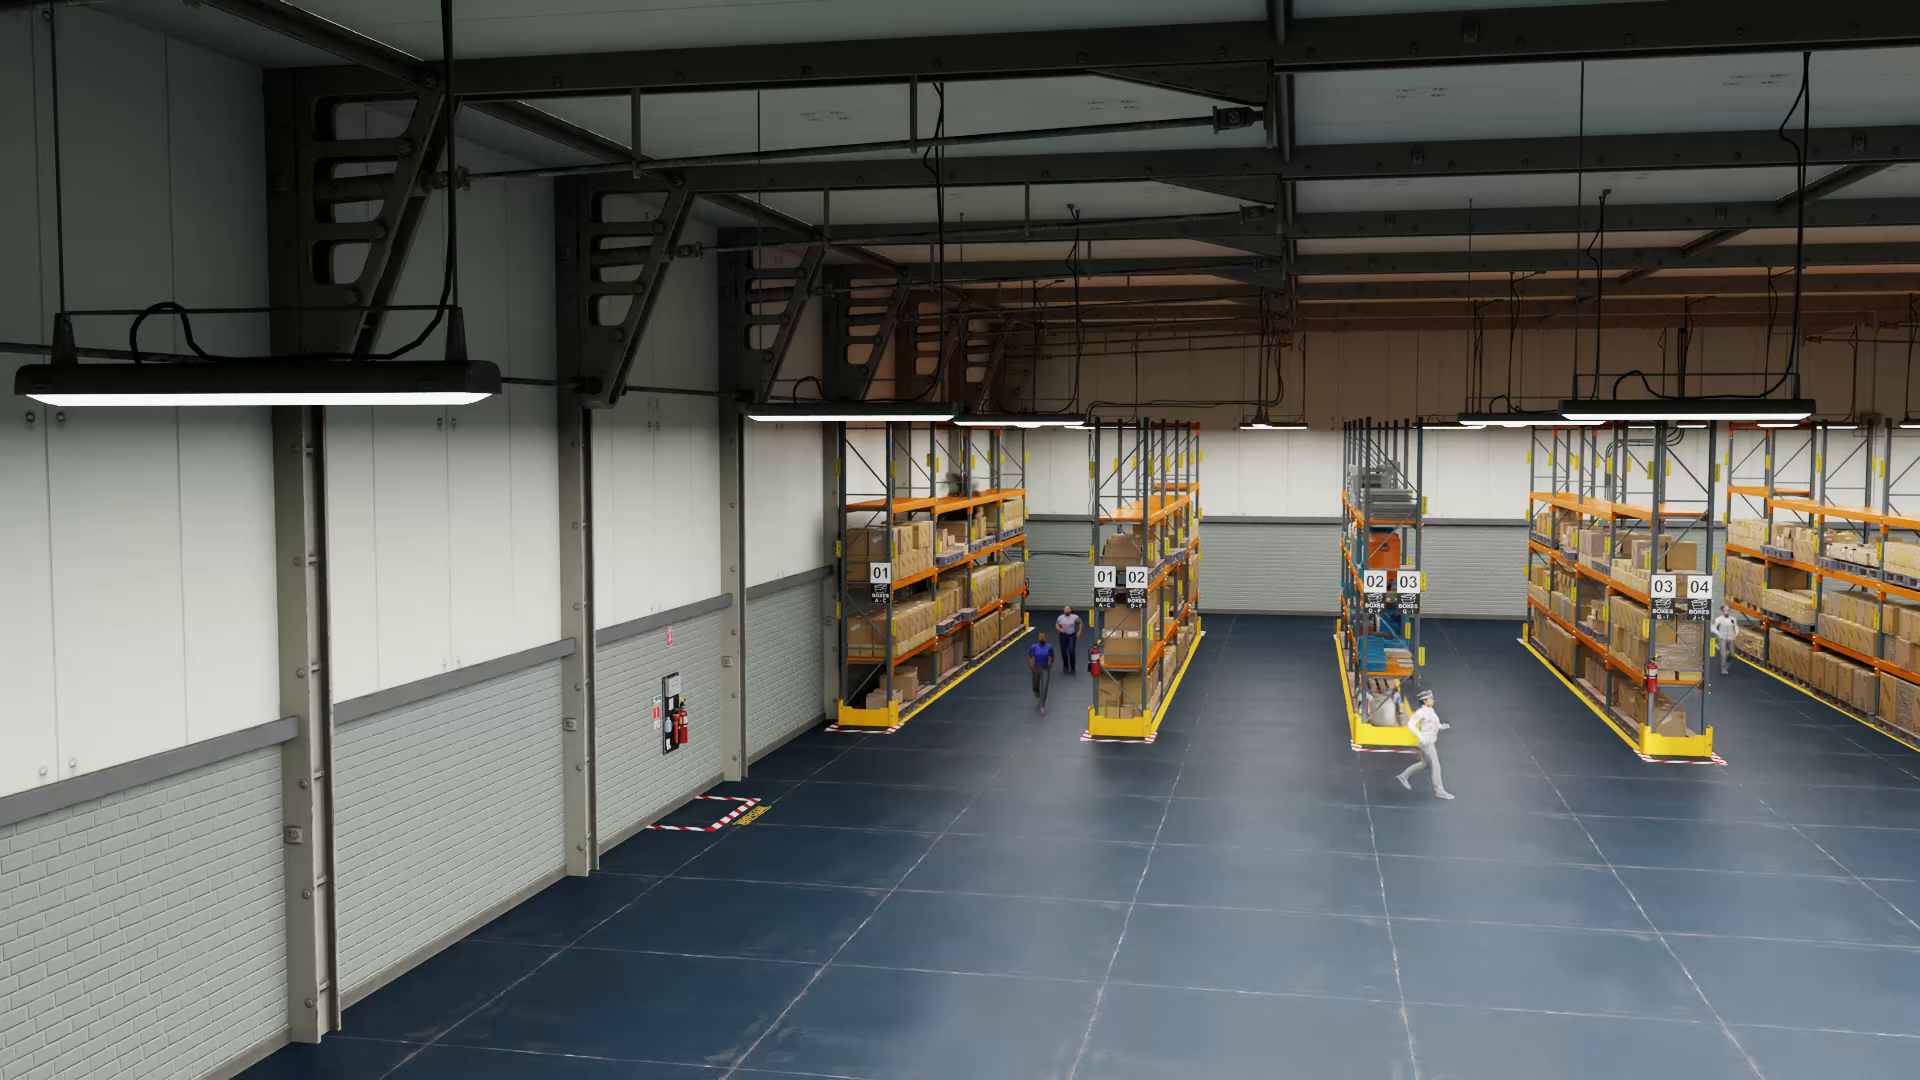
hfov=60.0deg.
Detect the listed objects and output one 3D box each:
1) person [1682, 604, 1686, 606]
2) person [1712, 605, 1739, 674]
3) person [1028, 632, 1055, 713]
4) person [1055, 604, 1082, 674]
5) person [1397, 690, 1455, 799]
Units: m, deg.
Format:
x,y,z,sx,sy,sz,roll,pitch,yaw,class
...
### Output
x,y,z,sx,sy,sz,roll,pitch,yaw,class
19.047,2.038,44.288,0.590,1.695,0.862,3,5,36,person
18.099,2.348,39.288,0.612,1.648,0.551,1,4,12,person
1.683,2.713,34.336,0.568,1.632,0.868,0,4,4,person
2.560,2.369,39.391,0.604,1.692,0.691,1,4,11,person
7.294,3.175,26.022,0.937,1.663,0.614,2,4,30,person
